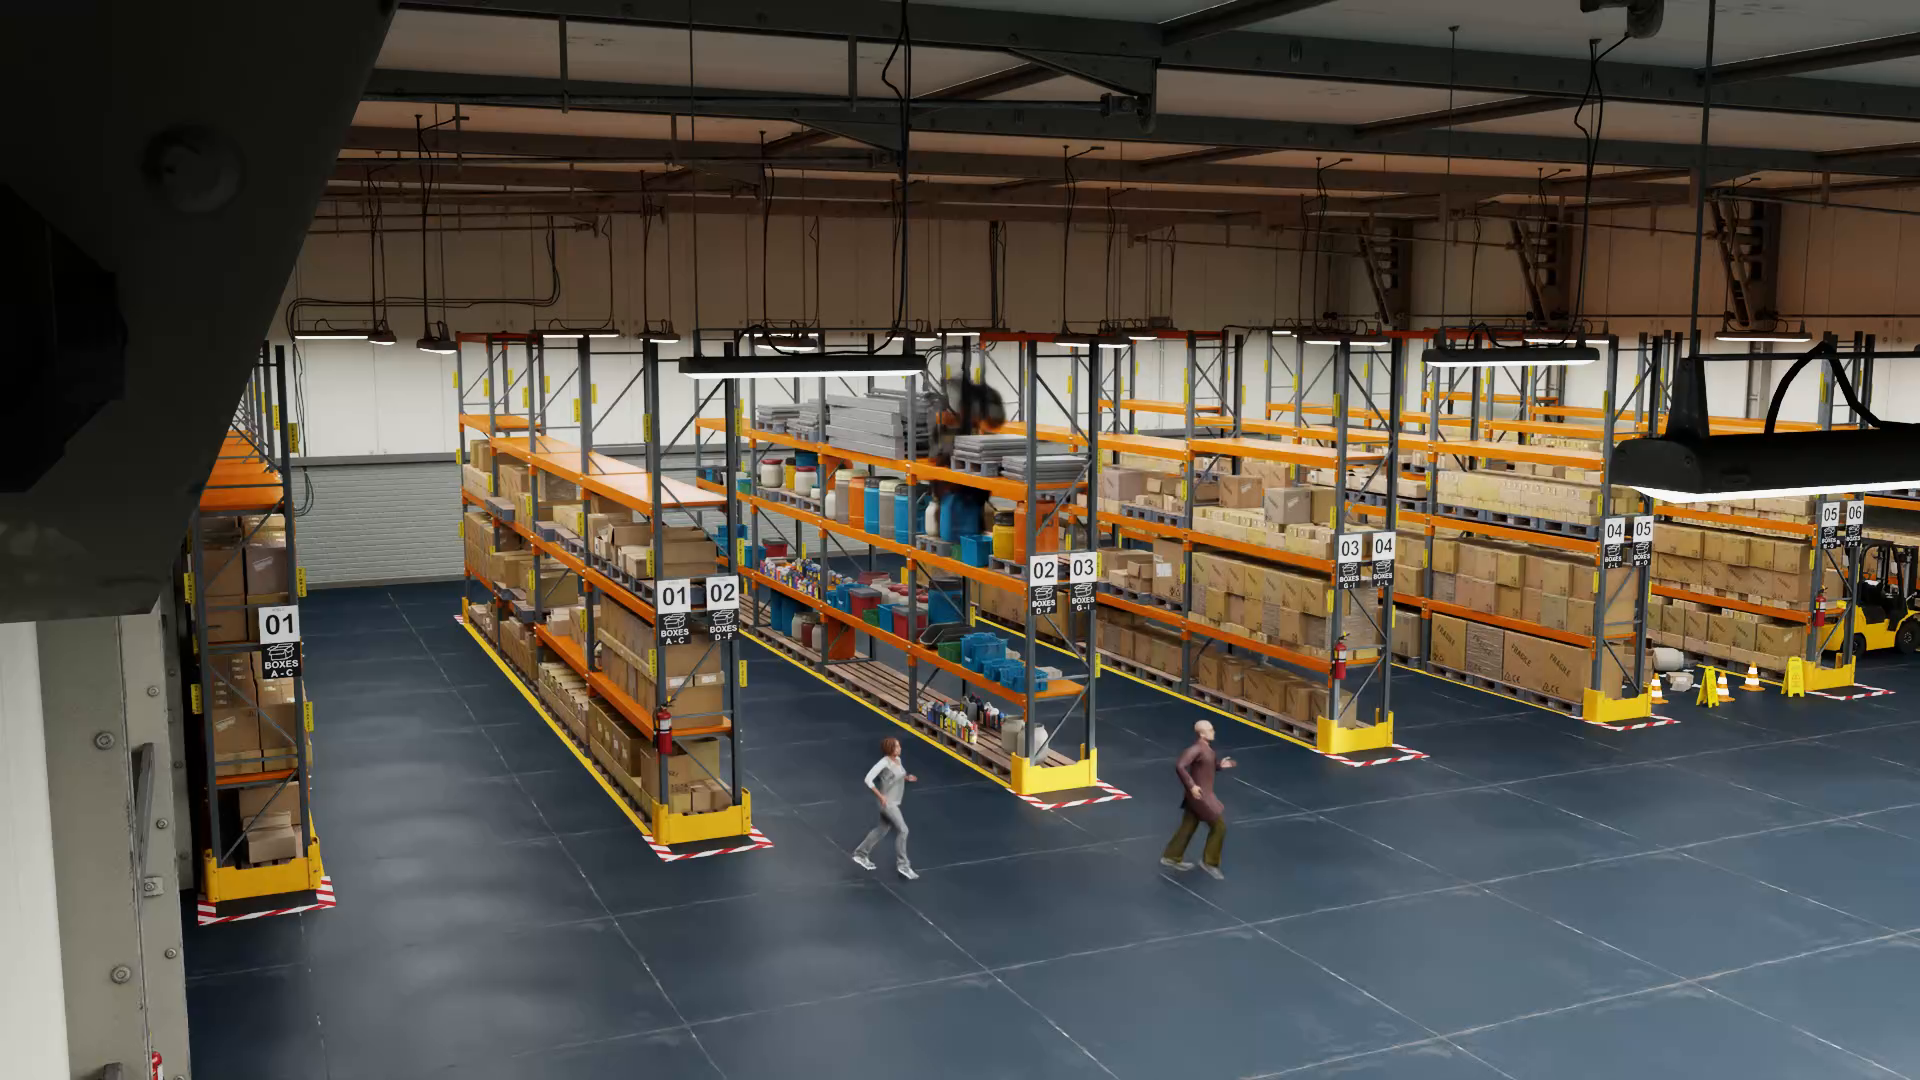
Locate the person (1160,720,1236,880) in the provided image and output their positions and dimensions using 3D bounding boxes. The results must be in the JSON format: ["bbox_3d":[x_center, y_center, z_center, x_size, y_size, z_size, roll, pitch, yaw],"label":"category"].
[{"bbox_3d":[2.700,2.941,18.840,0.847,1.857,0.665,0,8,4],"label":"person"}]

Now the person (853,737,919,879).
[{"bbox_3d":[-0.834,3.015,18.831,0.765,1.637,0.516,1,8,8],"label":"person"}]

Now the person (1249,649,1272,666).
[{"bbox_3d":[5.509,1.483,30.035,0.629,1.639,0.543,-5,9,-32],"label":"person"}]
